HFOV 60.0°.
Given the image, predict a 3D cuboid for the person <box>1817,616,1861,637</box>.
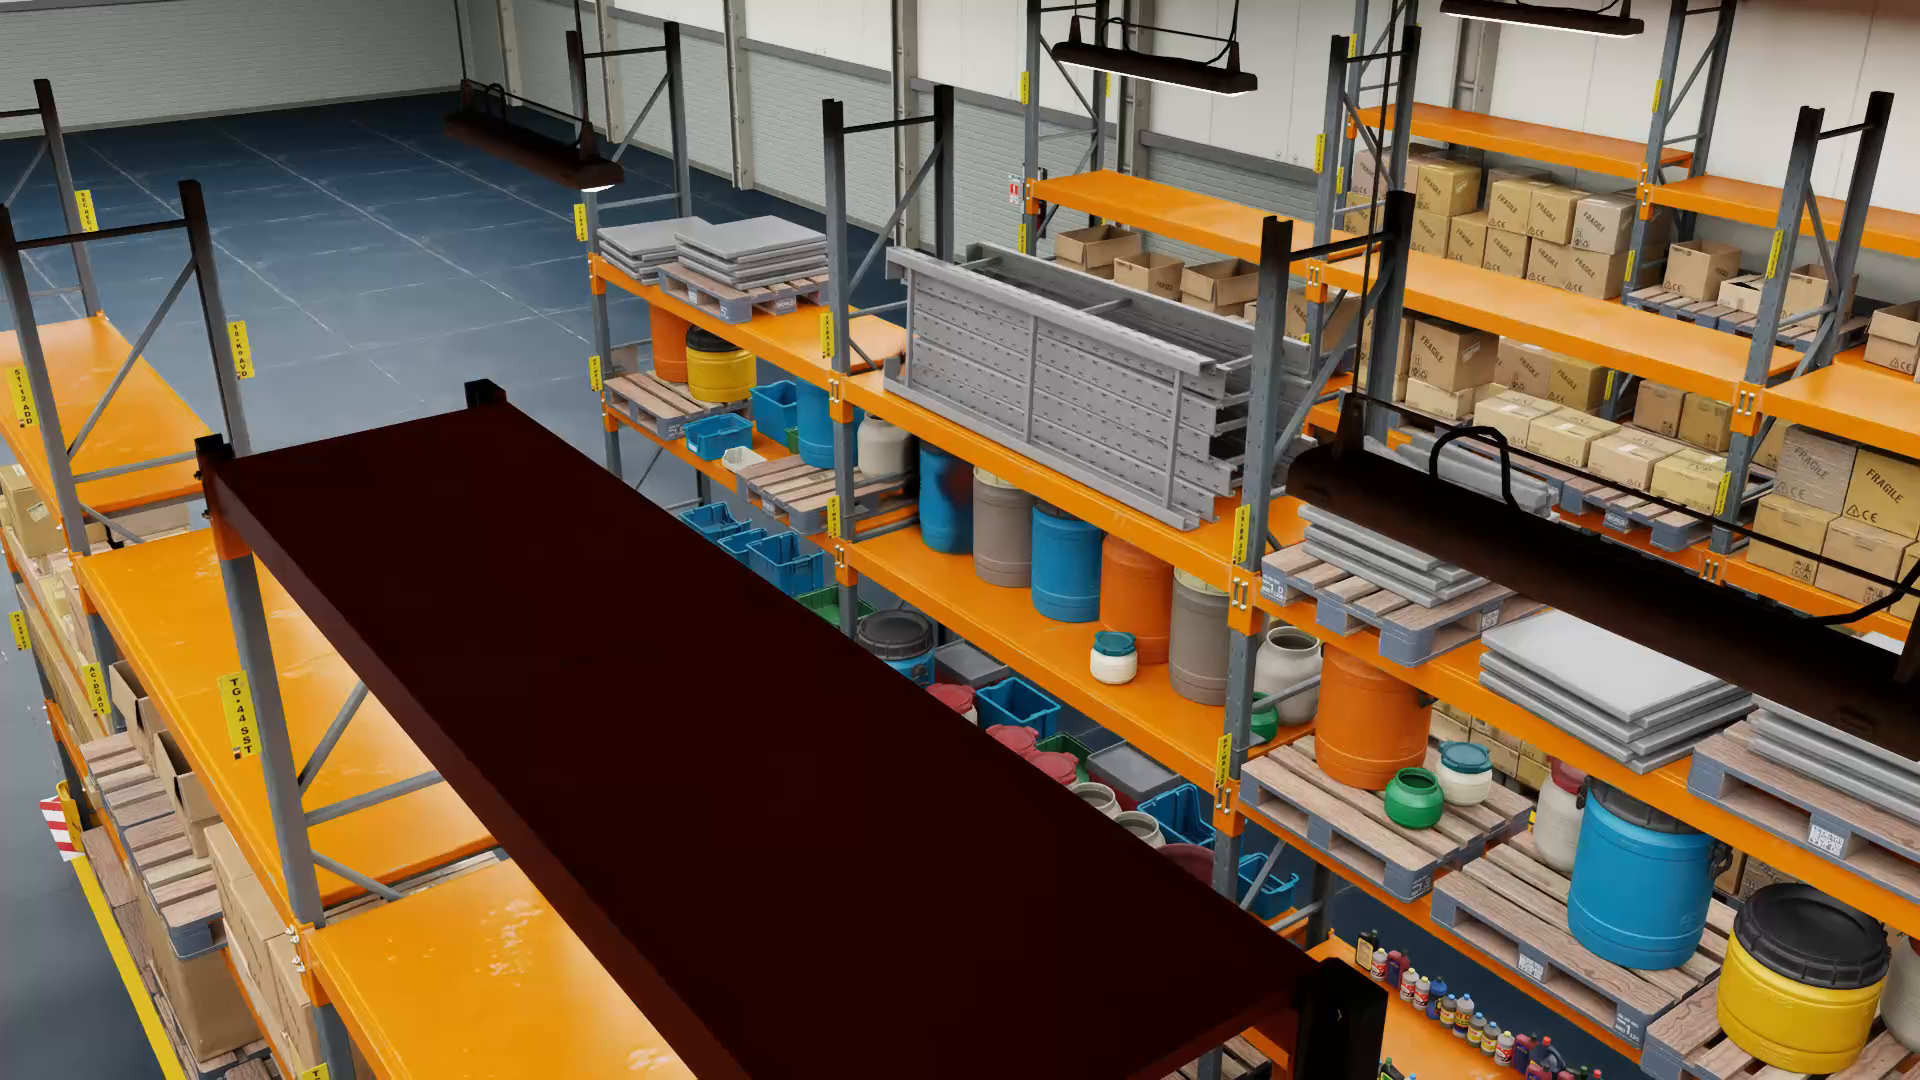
[{"bbox_3d":[8.043,0.841,15.227,0.344,1.708,0.469,-18,30,-34],"label":"person"}]
